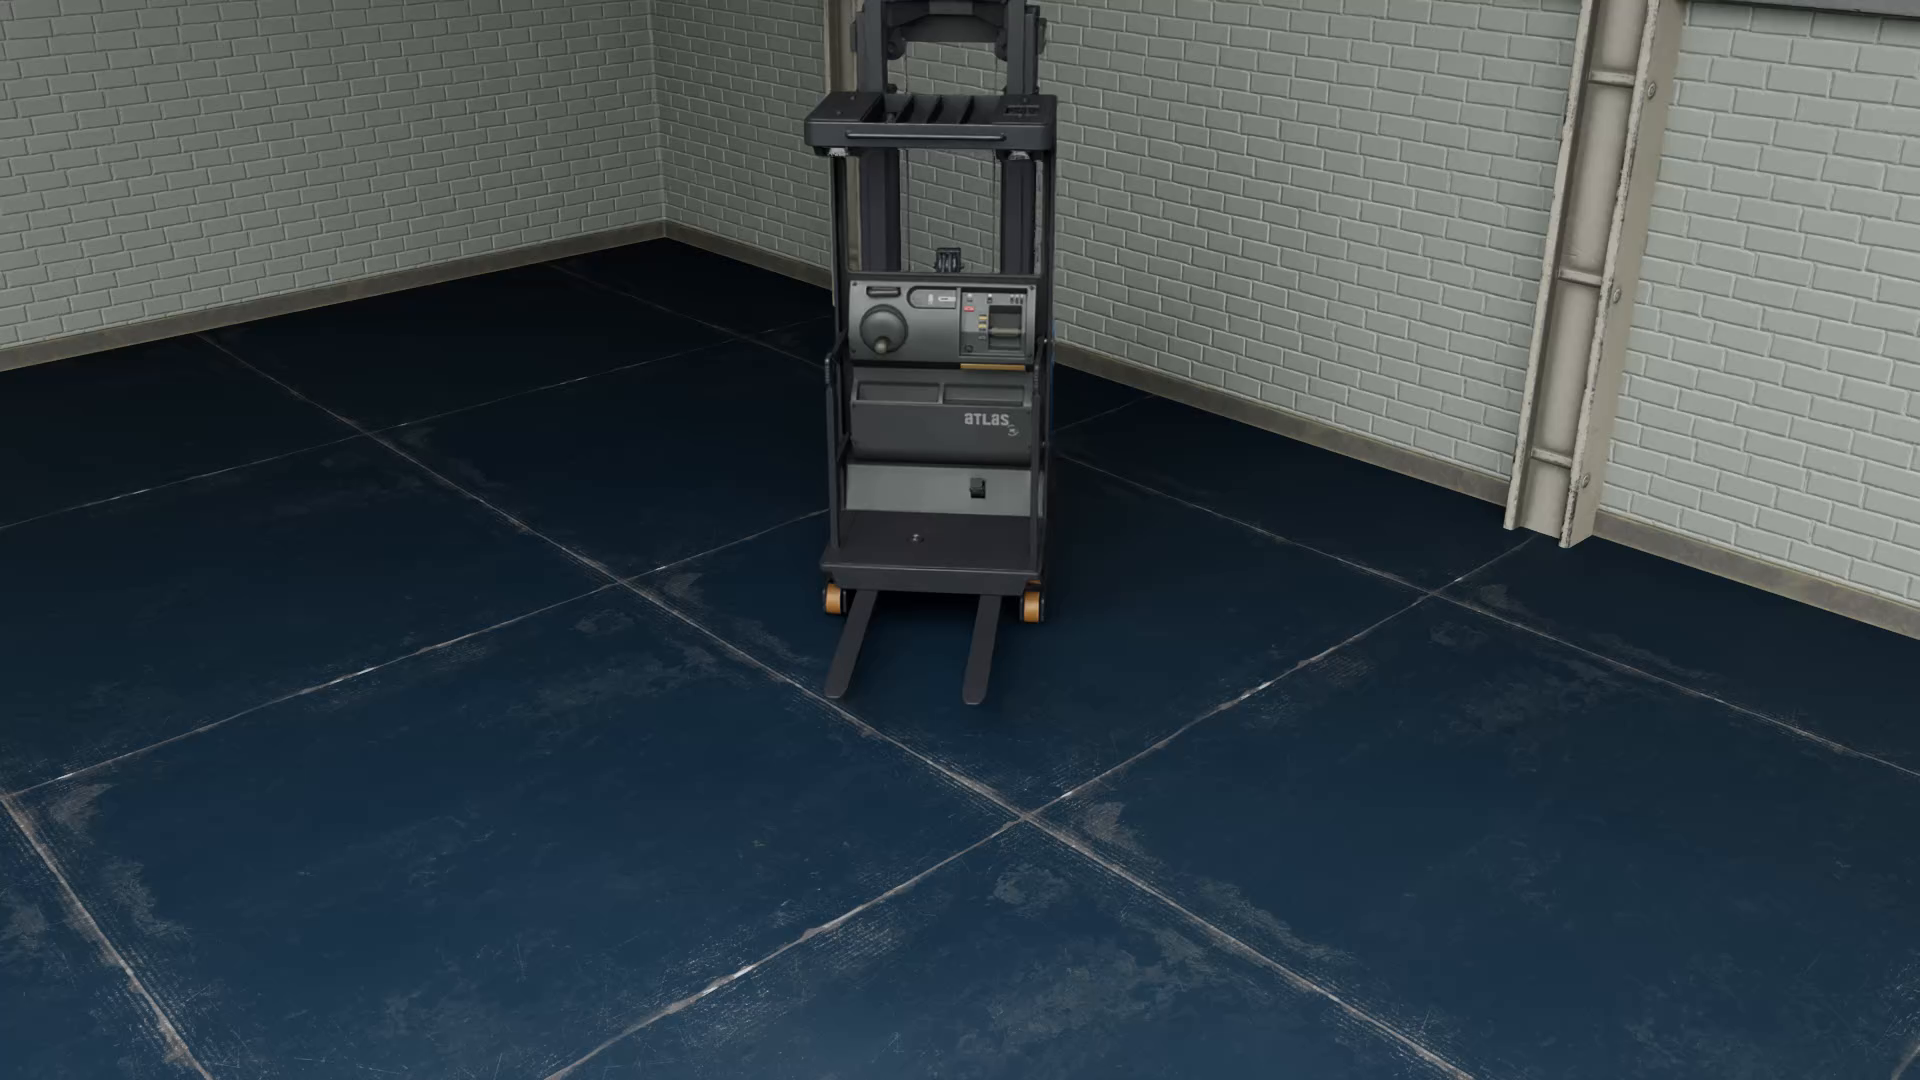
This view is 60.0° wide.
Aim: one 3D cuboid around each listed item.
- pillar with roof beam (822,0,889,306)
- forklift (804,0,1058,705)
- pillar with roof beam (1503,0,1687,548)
[{"bbox_3d":[-3.926,-4.747,8.813,9.100,9.000,0.400,-21,32,-38],"label":"pillar with roof beam"},{"bbox_3d":[-0.105,-1.062,8.046,1.130,2.935,3.031,2,25,5],"label":"forklift"},{"bbox_3d":[0.175,-2.929,4.828,9.100,9.000,0.400,-21,32,-38],"label":"pillar with roof beam"}]
